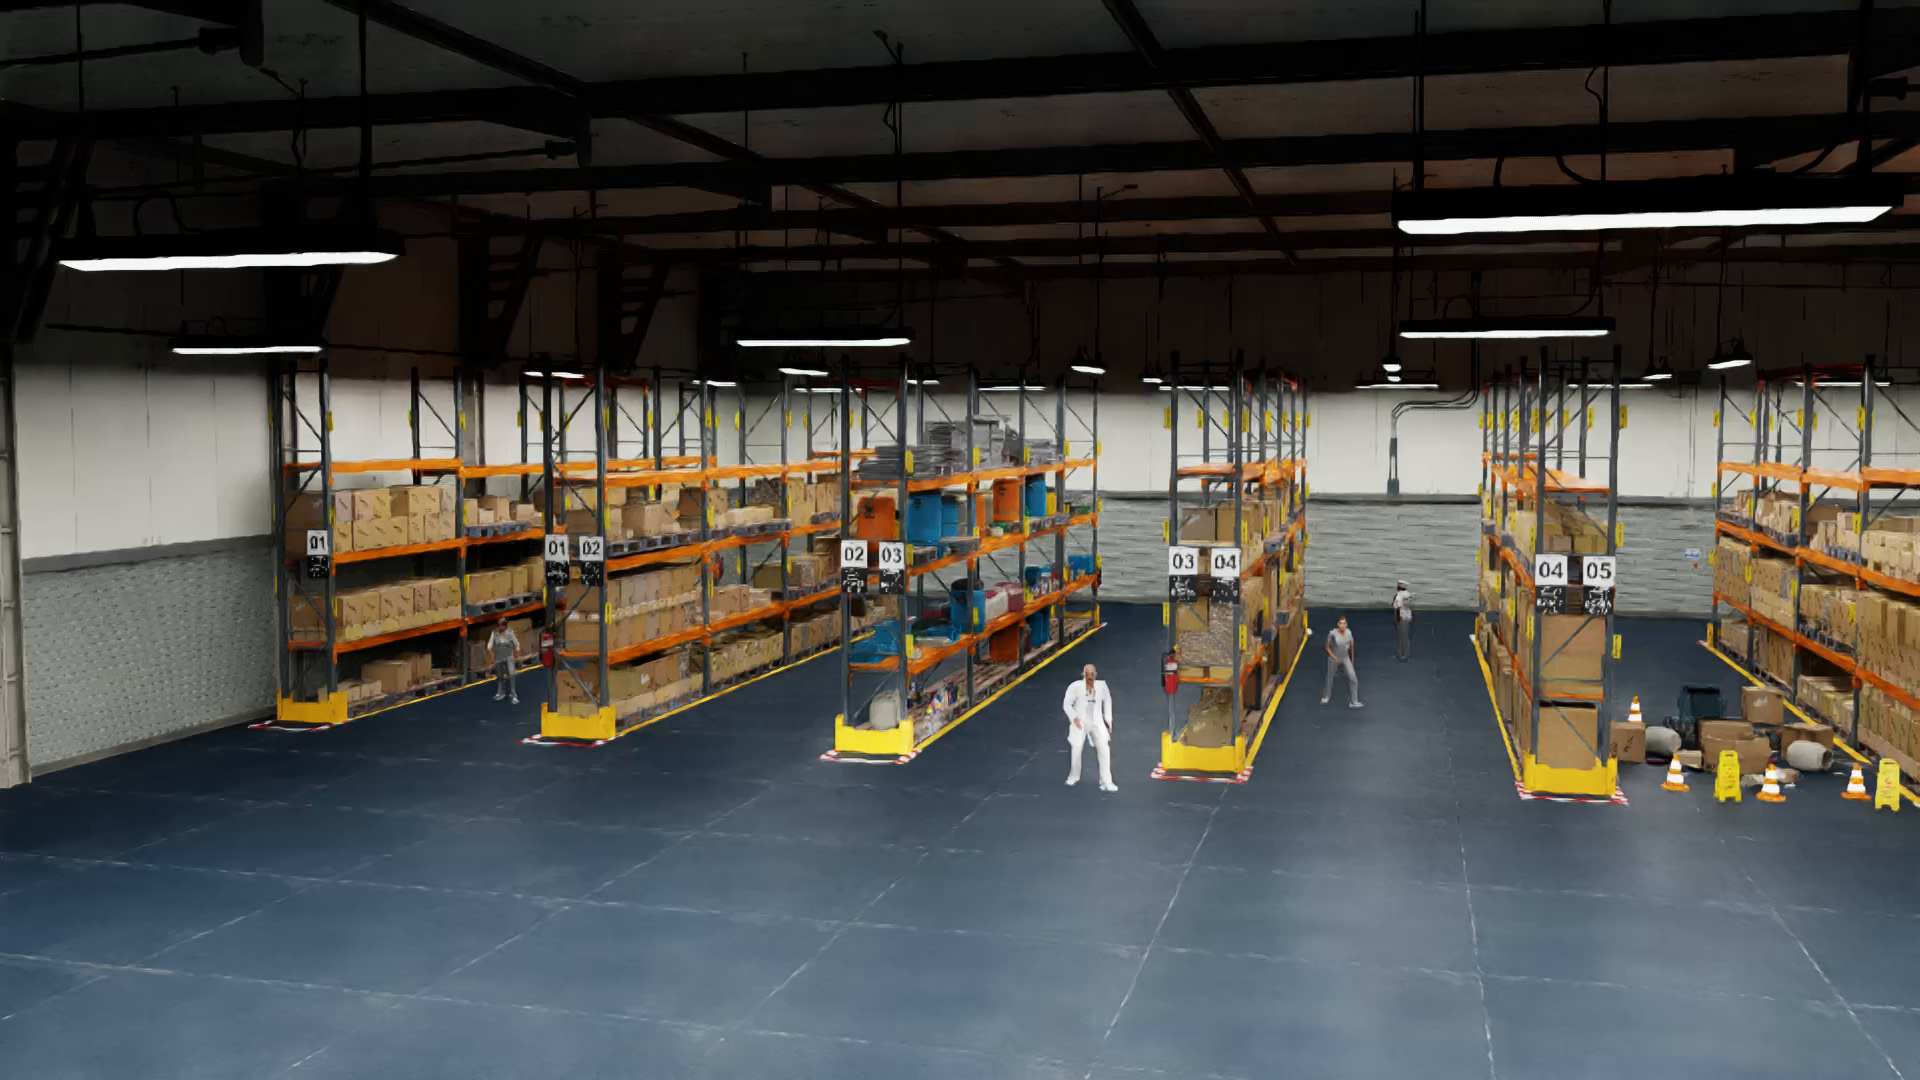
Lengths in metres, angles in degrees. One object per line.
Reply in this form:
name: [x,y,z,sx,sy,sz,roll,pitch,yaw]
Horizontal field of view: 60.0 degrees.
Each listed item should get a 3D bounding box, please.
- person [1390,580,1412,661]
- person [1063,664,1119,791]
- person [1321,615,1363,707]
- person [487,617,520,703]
person: [9.208,1.663,34.695,0.560,1.663,0.586,3,5,36]
person: [1.748,2.512,22.584,0.735,1.712,0.905,0,4,-1]
person: [6.662,2.098,29.114,0.609,1.604,0.814,0,4,-1]
person: [-8.066,2.108,29.474,0.568,1.528,0.780,0,4,-4]
